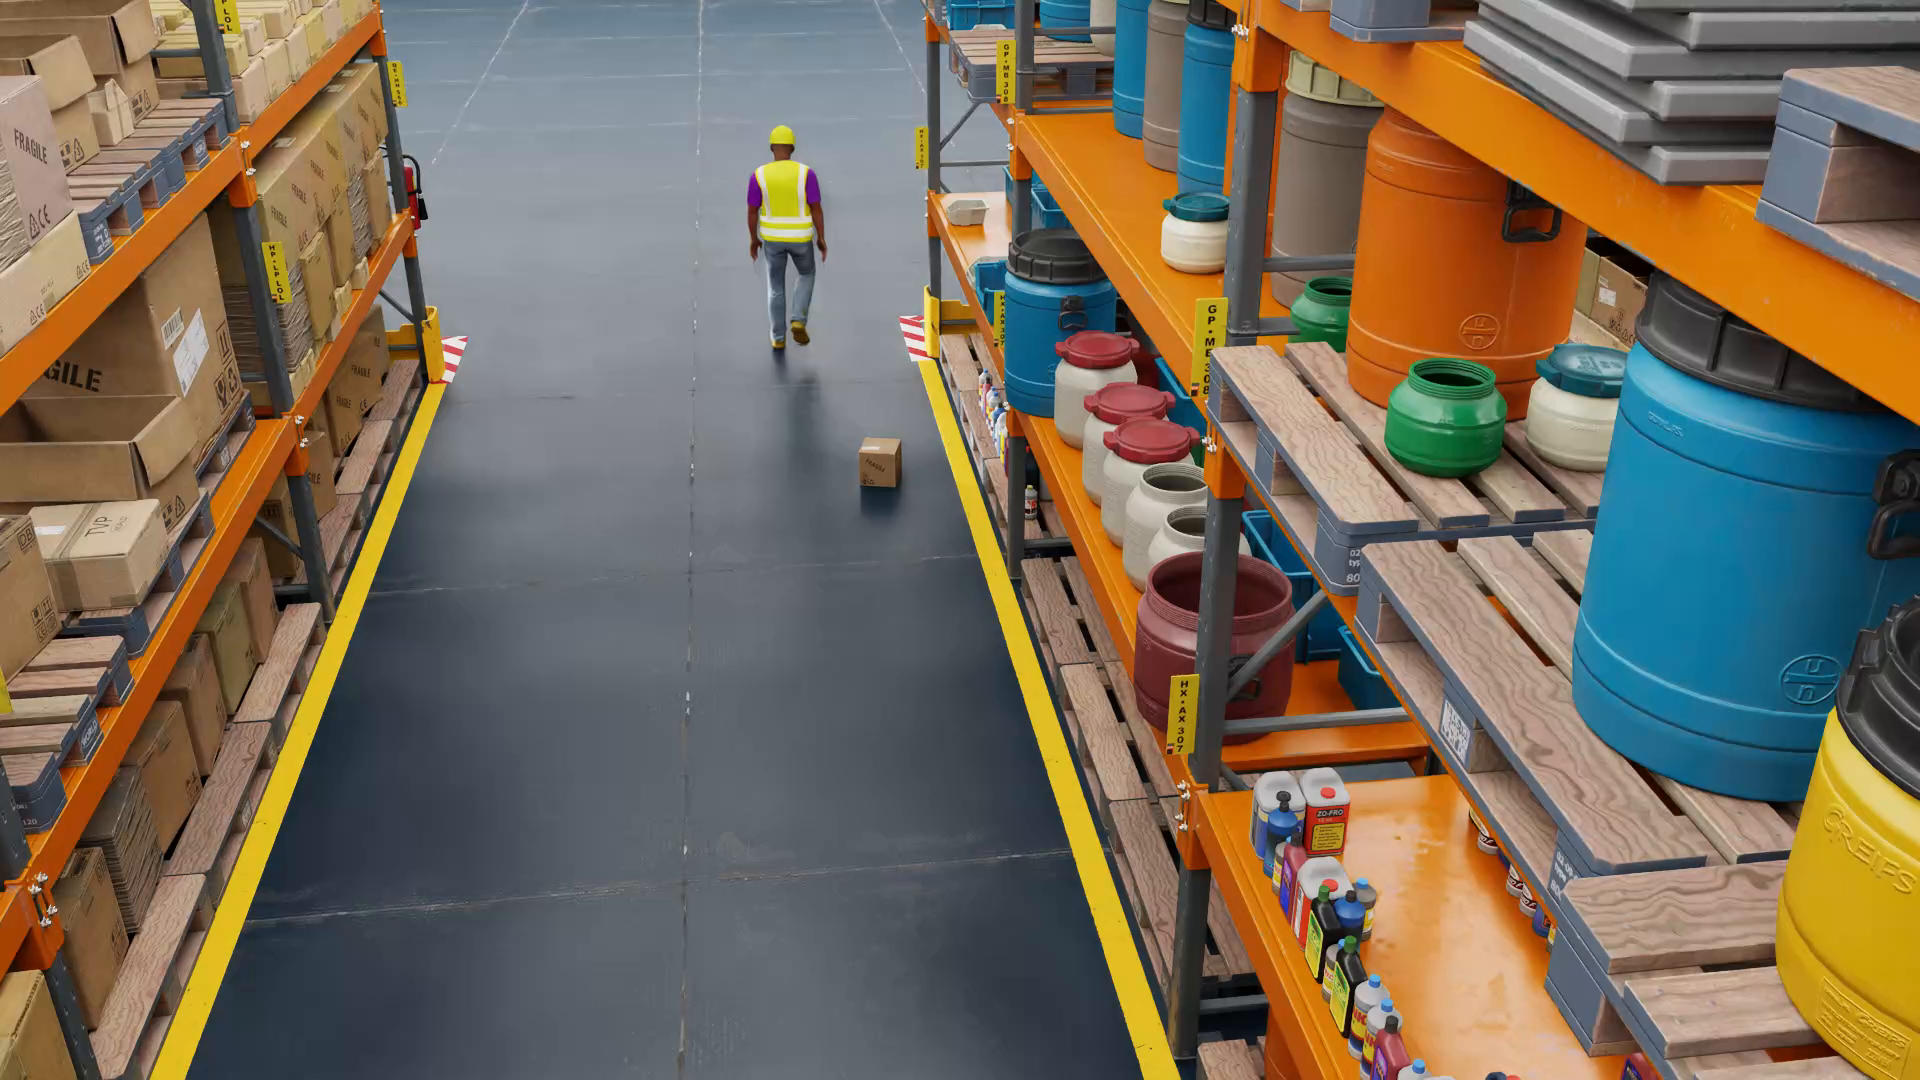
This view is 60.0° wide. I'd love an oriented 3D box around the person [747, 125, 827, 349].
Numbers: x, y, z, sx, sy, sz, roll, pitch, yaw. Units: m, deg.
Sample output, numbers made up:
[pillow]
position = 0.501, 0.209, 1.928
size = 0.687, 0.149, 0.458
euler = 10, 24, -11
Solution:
[person]
position = -1.373, -2.412, 13.283
size = 0.621, 1.779, 0.448
euler = -2, 27, -3
